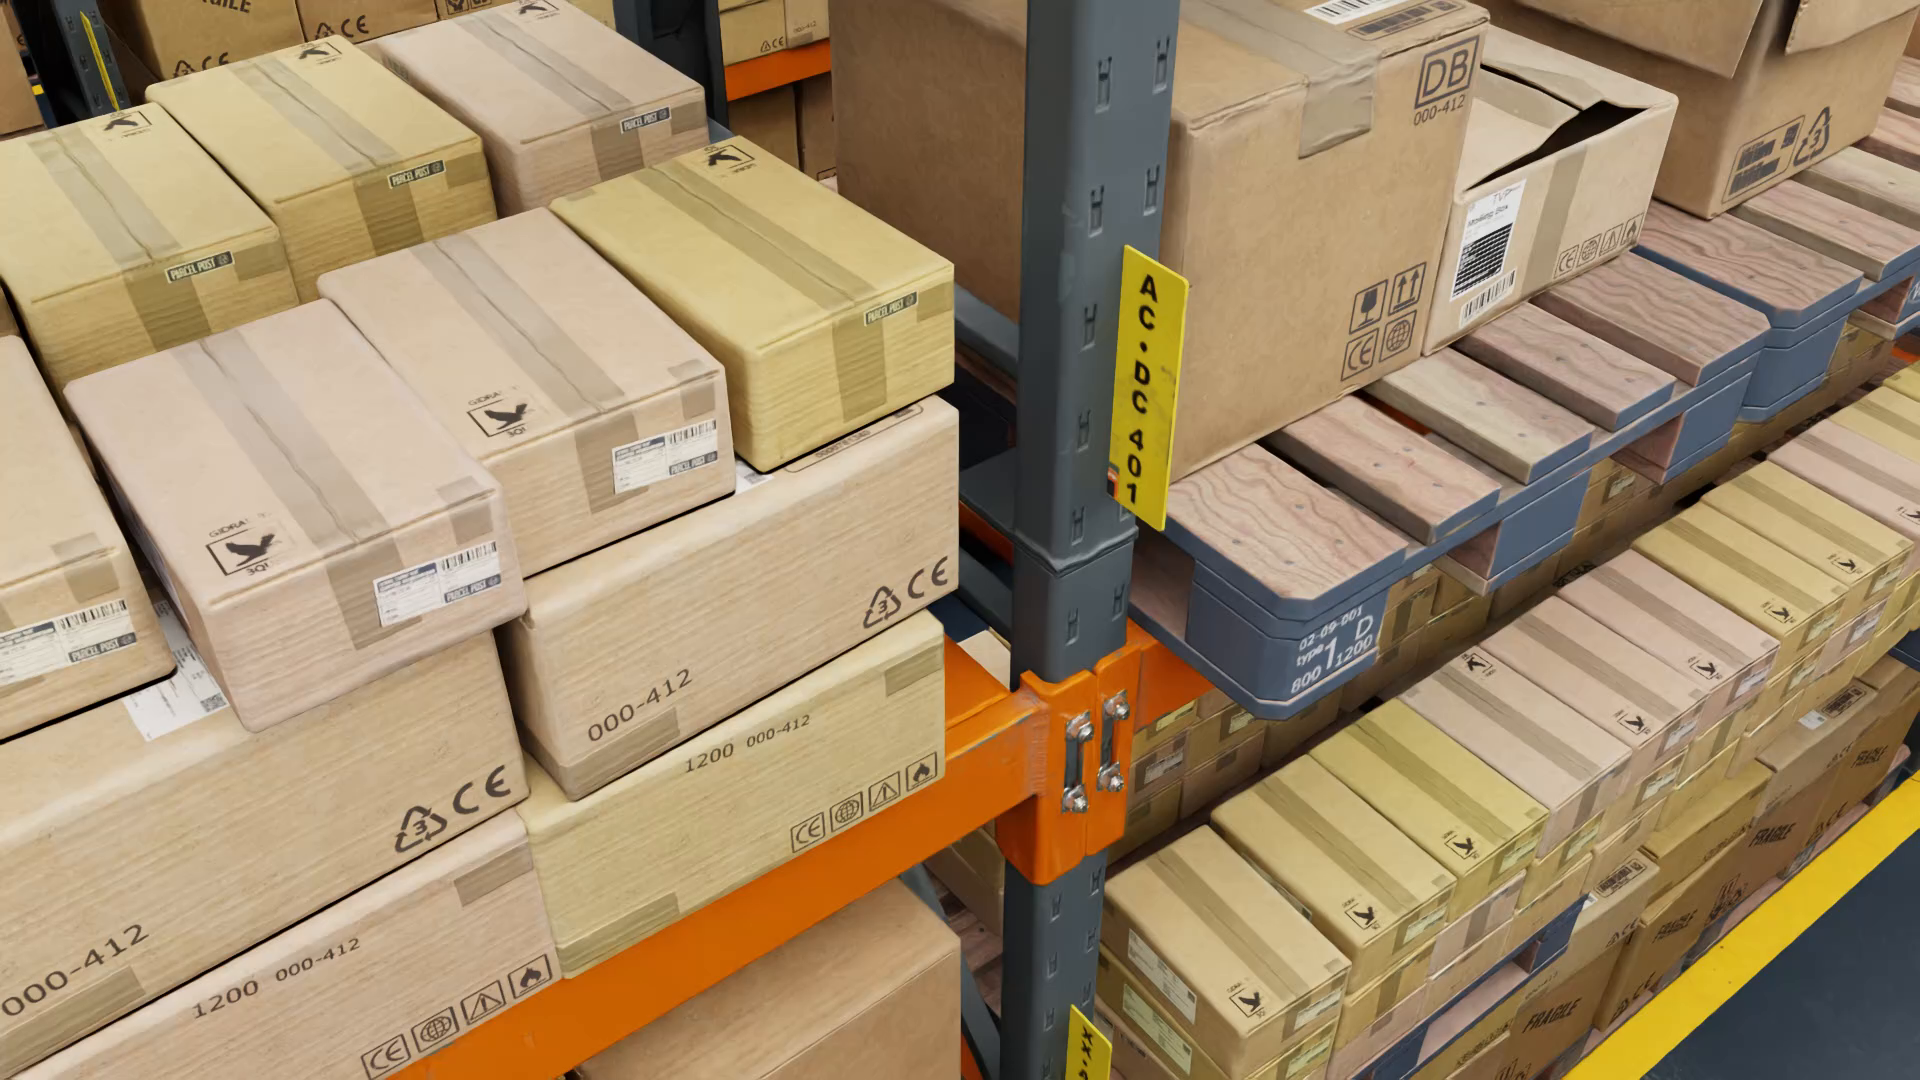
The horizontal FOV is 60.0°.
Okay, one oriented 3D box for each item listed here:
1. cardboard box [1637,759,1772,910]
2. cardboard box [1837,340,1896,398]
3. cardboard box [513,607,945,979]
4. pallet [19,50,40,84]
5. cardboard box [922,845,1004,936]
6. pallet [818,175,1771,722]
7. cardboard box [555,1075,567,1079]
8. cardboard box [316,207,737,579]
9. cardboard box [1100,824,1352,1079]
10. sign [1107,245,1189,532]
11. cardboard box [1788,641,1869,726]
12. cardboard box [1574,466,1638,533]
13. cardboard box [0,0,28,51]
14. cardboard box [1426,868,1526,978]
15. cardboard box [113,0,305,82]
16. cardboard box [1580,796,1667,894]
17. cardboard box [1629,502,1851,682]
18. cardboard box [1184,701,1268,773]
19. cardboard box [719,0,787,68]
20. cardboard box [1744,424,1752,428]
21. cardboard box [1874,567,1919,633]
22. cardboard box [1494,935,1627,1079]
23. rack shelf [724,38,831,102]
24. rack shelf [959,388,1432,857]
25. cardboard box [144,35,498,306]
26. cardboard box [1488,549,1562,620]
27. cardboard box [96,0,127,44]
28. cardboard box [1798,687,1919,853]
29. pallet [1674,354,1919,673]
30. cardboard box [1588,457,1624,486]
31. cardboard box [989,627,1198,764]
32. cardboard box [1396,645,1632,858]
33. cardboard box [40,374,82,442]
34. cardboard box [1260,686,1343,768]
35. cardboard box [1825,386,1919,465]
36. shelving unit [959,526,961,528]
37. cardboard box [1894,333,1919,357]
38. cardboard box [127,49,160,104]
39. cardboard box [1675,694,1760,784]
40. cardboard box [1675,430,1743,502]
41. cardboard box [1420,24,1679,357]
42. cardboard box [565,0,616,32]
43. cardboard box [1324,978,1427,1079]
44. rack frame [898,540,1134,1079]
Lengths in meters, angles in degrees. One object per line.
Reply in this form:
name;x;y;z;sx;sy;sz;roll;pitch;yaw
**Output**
cardboard box;1.845;0.684;4.600;0.500;0.250;0.500;-25;45;-27
cardboard box;2.556;-0.609;4.995;0.250;0.149;0.380;-27;46;-29
cardboard box;-0.363;0.154;1.950;0.500;0.250;0.500;-25;45;-27
pallet;-5.640;-3.270;10.570;1.213;0.211;1.003;-26;46;-28
cardboard box;0.056;0.612;3.506;0.250;0.149;0.380;-27;46;-29
pallet;0.416;-0.342;2.585;1.003;0.211;1.213;-26;46;-28
cardboard box;-0.753;0.910;2.174;0.500;0.500;0.500;-27;47;-29
cardboard box;-0.423;-0.153;1.616;0.250;0.149;0.380;-25;45;-27
cardboard box;0.454;0.714;2.912;0.250;0.149;0.380;-24;45;-26
sign;0.199;-0.159;1.806;0.005;0.325;0.100;-26;46;-28
cardboard box;1.902;0.234;3.967;0.250;0.149;0.380;-25;45;-27
cardboard box;1.508;-0.212;4.275;0.250;0.149;0.380;-26;46;-28
cardboard box;-5.742;-3.284;10.028;0.500;0.500;0.500;-24;45;-26
cardboard box;0.863;0.628;3.252;0.250;0.149;0.380;-25;45;-27
cardboard box;-2.711;-1.971;5.920;0.500;0.500;0.500;-25;46;-28
cardboard box;1.273;0.544;3.588;0.250;0.149;0.380;-28;47;-30
cardboard box;1.691;0.108;3.651;0.250;0.149;0.380;-25;45;-27
cardboard box;0.464;0.300;3.651;0.250;0.149;0.380;-24;45;-26
cardboard box;-1.110;-2.290;7.295;0.500;0.250;0.500;-26;46;-29
cardboard box;2.104;-0.499;4.626;0.250;0.149;0.380;-27;47;-29
cardboard box;2.104;0.023;3.990;0.250;0.149;0.380;-26;46;-28
cardboard box;1.435;1.168;4.601;0.500;0.500;0.500;-25;46;-27
rack shelf;-1.649;-2.015;7.408;4.000;0.370;1.077;-26;46;-28
rack shelf;1.448;-0.724;3.470;4.000;0.370;1.077;-26;46;-28
cardboard box;-0.753;-0.440;1.966;0.250;0.149;0.380;-28;47;-30
cardboard box;1.298;0.004;4.247;0.250;0.149;0.380;-28;47;-29
cardboard box;-3.033;-2.244;6.253;0.500;0.500;0.500;-24;45;-27
cardboard box;2.671;0.574;5.325;0.500;0.500;0.500;-26;46;-28
pallet;2.533;-0.212;4.795;1.003;0.211;1.213;-26;46;-28
cardboard box;1.508;-0.321;4.174;0.250;0.149;0.380;-25;45;-27
cardboard box;0.274;0.278;3.445;0.250;0.149;0.380;-27;47;-29
cardboard box;1.076;0.410;3.283;0.250;0.149;0.380;-27;46;-29
cardboard box;-1.064;-0.109;1.877;0.500;0.250;0.500;-26;46;-28
cardboard box;0.659;0.319;3.863;0.250;0.149;0.380;-28;47;-30
cardboard box;2.306;-0.189;4.013;0.250;0.149;0.380;-25;45;-27
shelving unit;-0.005;-0.432;6.390;1.048;1.125;0.538;-26;46;-28
cardboard box;3.227;-0.963;5.480;0.500;0.500;0.500;-26;46;-28
cardboard box;-2.714;-1.683;6.161;0.500;0.250;0.500;-27;47;-29
cardboard box;1.492;0.320;3.628;0.250;0.149;0.380;-27;46;-29
cardboard box;1.916;-0.296;4.613;0.250;0.149;0.380;-24;45;-26
cardboard box;0.687;-0.592;2.480;0.500;0.311;0.500;-27;46;-29
cardboard box;-1.502;-2.277;6.885;0.500;0.250;0.500;-27;47;-29
cardboard box;0.671;0.834;3.235;0.250;0.149;0.380;-25;46;-27
rack frame;-0.138;0.930;3.251;0.127;3.000;1.000;-26;46;-28
